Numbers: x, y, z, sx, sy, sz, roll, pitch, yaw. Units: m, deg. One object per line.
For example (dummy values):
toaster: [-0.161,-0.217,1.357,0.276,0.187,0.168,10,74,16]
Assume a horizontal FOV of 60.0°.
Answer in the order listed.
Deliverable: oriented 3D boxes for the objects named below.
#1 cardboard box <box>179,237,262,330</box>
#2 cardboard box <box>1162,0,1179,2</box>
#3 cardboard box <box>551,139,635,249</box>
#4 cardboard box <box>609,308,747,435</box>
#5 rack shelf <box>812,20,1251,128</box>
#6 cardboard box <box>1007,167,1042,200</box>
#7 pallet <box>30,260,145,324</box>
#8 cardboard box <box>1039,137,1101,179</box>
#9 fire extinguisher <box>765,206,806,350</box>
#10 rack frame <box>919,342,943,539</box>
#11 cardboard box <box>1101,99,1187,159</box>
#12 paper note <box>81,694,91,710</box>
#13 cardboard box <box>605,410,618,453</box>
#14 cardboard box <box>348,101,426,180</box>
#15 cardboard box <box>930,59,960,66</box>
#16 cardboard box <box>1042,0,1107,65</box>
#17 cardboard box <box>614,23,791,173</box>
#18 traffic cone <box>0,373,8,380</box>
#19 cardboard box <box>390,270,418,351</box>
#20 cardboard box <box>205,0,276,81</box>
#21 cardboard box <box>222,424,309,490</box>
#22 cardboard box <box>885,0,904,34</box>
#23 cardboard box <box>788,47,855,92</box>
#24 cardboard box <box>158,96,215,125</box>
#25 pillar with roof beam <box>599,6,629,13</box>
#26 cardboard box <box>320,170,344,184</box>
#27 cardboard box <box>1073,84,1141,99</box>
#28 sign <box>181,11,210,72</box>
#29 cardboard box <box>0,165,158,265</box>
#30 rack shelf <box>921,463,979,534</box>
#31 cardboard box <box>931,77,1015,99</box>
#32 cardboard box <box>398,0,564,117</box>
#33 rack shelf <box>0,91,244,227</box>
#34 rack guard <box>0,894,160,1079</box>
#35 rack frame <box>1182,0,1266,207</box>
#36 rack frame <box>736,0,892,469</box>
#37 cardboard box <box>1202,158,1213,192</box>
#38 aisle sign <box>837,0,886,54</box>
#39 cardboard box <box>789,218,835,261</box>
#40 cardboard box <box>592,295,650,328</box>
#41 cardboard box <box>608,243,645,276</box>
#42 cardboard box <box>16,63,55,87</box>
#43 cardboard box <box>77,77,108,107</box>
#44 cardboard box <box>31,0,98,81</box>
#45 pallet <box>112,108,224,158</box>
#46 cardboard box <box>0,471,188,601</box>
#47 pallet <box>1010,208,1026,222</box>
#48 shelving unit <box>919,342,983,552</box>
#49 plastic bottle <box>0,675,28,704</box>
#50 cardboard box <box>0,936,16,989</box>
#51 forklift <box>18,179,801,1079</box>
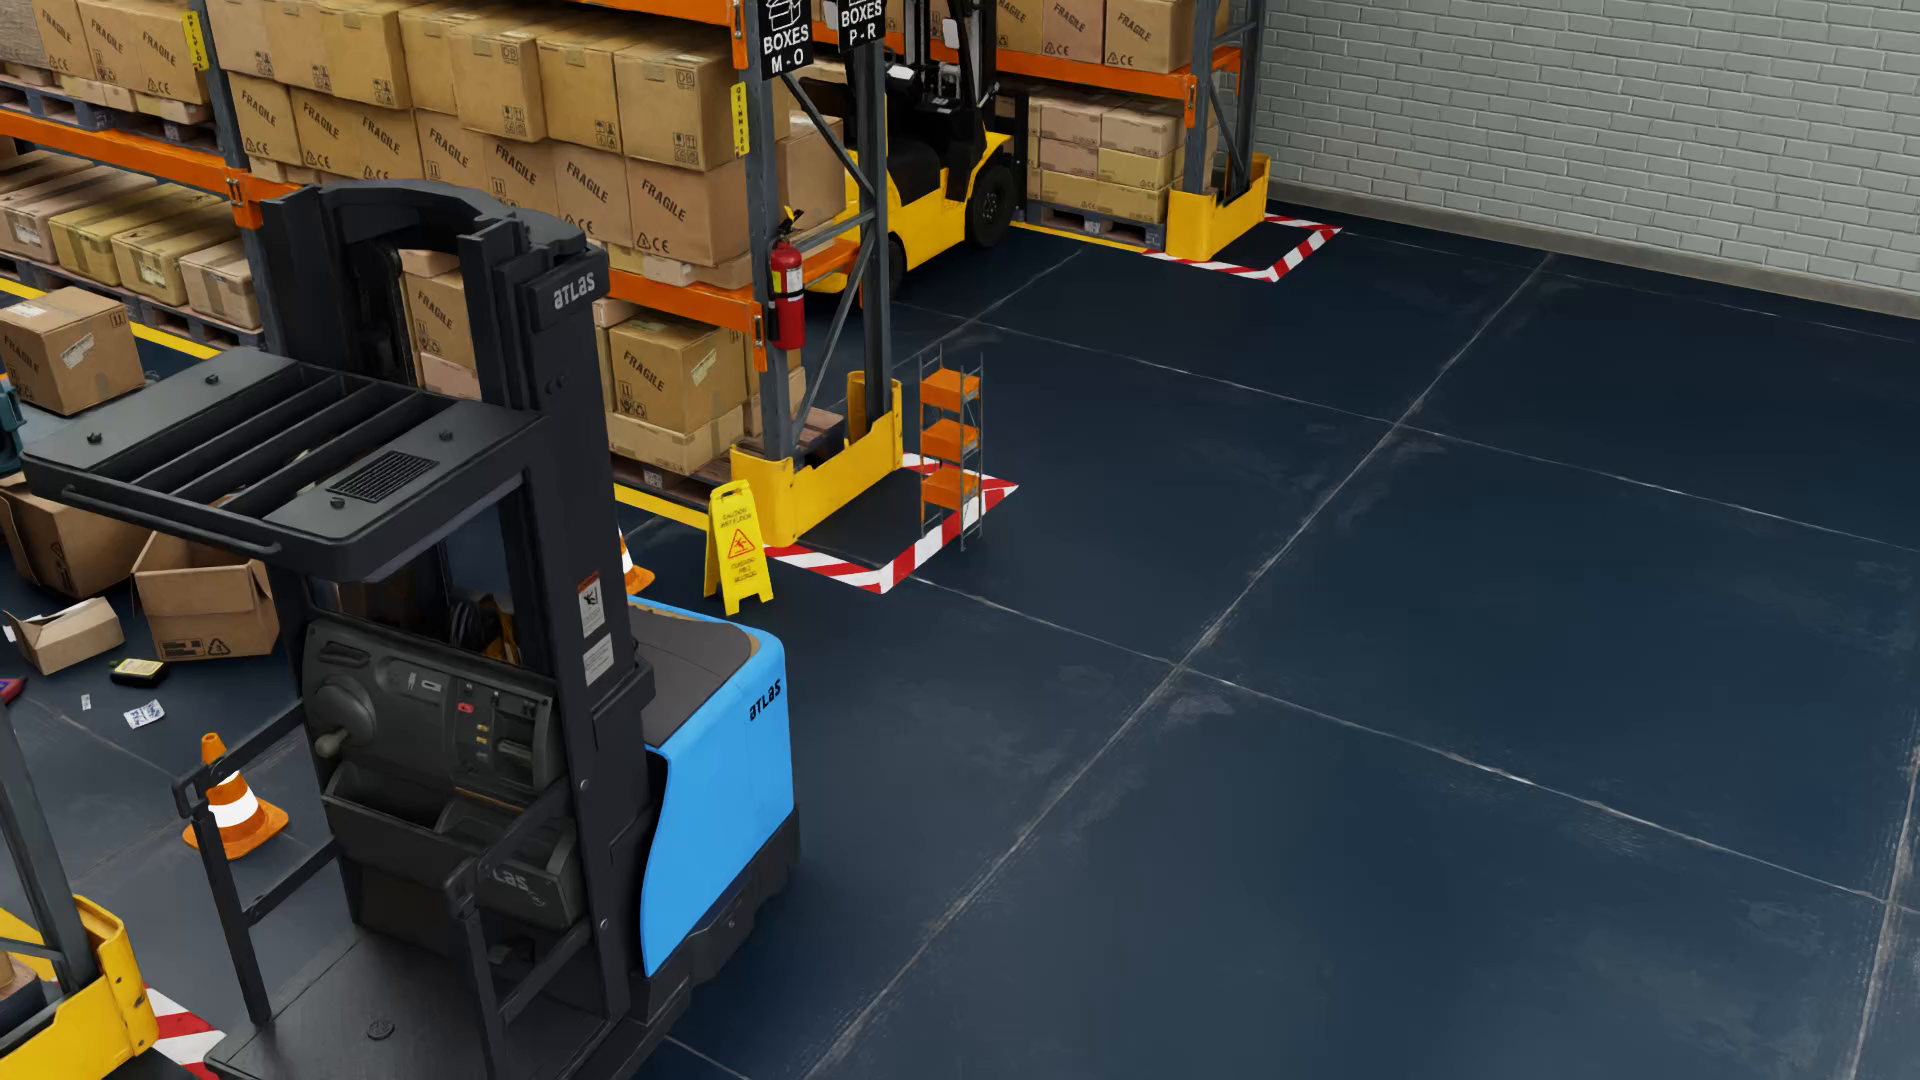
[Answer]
cardboard box: [-4.526,-1.774,11.005,0.625,0.372,0.950,18,35,28]
cardboard box: [1.500,-3.933,11.772,0.250,0.149,0.380,18,35,28]
cardboard box: [-1.721,-1.852,8.554,0.500,0.500,0.500,18,35,27]
cardboard box: [-1.510,-0.938,8.948,0.500,0.500,0.500,18,35,28]
rack shelf: [0.249,-3.861,13.106,4.000,0.370,1.077,18,35,27]
cardboard box: [0.542,-2.896,13.049,0.500,0.250,0.500,18,35,28]
pallet: [-5.778,-1.918,11.828,1.213,0.211,1.003,18,35,27]
cardboard box: [0.945,-2.982,12.700,0.500,0.250,0.500,17,34,27]
fire extinguisher: [-0.841,-1.256,8.003,0.183,0.674,0.296,18,35,27]
rack frame: [-0.149,-0.501,8.566,0.008,1.050,0.200,18,35,27]
cardboard box: [1.387,-3.052,12.324,0.500,0.250,0.500,19,35,29]
paper note: [-3.937,0.730,7.489,0.032,0.001,0.123,-15,33,-24]
cardboard box: [-1.955,-0.754,9.378,0.500,0.250,0.500,18,35,28]
cardboard box: [-3.000,-2.258,9.250,0.500,0.500,0.500,17,34,27]
cardboard box: [-0.067,-3.813,13.630,0.500,0.250,0.500,18,35,28]
cardboard box: [0.952,-3.842,12.260,0.500,0.500,0.500,19,35,29]
cardboard box: [-1.242,-2.164,8.096,0.500,0.500,0.700,17,34,26]
traffic cone: [-5.875,-1.227,10.394,0.334,0.463,0.336,18,35,27]
cardboard box: [-3.265,-1.494,9.902,0.500,0.500,0.500,19,35,29]
cardboard box: [-3.823,-2.981,9.497,0.500,0.500,0.700,17,34,27]
cardboard box: [-3.897,-0.642,9.352,0.500,0.500,0.500,-9,32,-15]
cardboard box: [-0.329,-4.253,12.964,0.500,0.500,0.500,17,34,27]
cardboard box: [-1.202,-3.870,13.726,0.500,0.250,0.500,17,34,27]
cardboard box: [-4.663,-2.681,10.202,0.250,0.149,0.380,18,35,28]
pillar with roof beam: [-5.538,-6.569,11.079,0.400,9.000,9.100,18,35,27]
cardboard box: [-3.502,-2.155,9.716,0.250,0.149,0.380,17,34,27]
cardboard box: [1.211,-3.404,12.927,0.500,0.250,0.500,18,35,27]
sign: [-4.373,-2.851,9.510,0.005,0.325,0.100,18,35,27]
cardboard box: [-6.366,-2.356,12.003,0.625,0.372,0.950,17,34,26]
rack shelf: [-0.045,-0.219,8.655,0.240,0.259,0.215,18,35,27]
cardboard box: [0.094,-3.456,13.017,0.500,0.250,0.500,17,34,26]
cardboard box: [-2.502,-2.588,8.823,0.500,0.500,0.700,17,34,27]
rack shelf: [-5.775,-2.813,11.309,4.000,0.370,1.077,18,35,27]
rack guard: [-3.218,1.709,5.324,0.348,0.500,1.175,18,35,27]
rack frame: [1.943,-3.636,12.006,0.127,3.000,1.000,18,35,27]
rack frame: [-0.693,-1.517,8.373,0.127,3.000,1.000,18,35,27]
cardboard box: [1.631,-2.845,12.962,0.500,0.250,0.500,18,35,28]
aisle sign: [-0.476,-2.755,7.916,0.004,0.787,0.394,18,35,27]
cardboard box: [-0.870,-1.588,8.744,0.250,0.149,0.380,18,35,28]
cardboard box: [-1.857,-1.287,8.904,0.250,0.149,0.380,19,35,29]
cardboard box: [-1.603,-1.515,8.620,0.250,0.149,0.380,17,34,27]
cardboard box: [-5.949,-3.113,10.941,0.250,0.149,0.380,19,35,29]
cardboard box: [-5.332,-2.880,10.542,0.250,0.149,0.380,18,35,28]
cardboard box: [-5.449,-3.240,10.516,0.500,0.500,0.500,19,35,29]
pallet: [-4.651,-2.772,10.716,1.213,0.211,1.003,18,35,27]
cardboard box: [-4.323,-0.134,8.346,0.503,0.637,0.797,18,35,27]
pallet: [0.244,-2.946,13.590,1.213,0.211,1.003,18,35,27]
shelving unit: [-0.045,-0.468,8.510,0.252,1.050,0.215,18,35,27]
plastic bottle: [-4.345,0.696,7.497,0.133,0.061,0.283,6,31,10]
cardboard box: [-3.848,1.206,5.398,0.875,0.875,0.875,18,35,28]
forklift: [-1.702,0.577,4.853,1.130,2.935,3.031,13,33,21]
